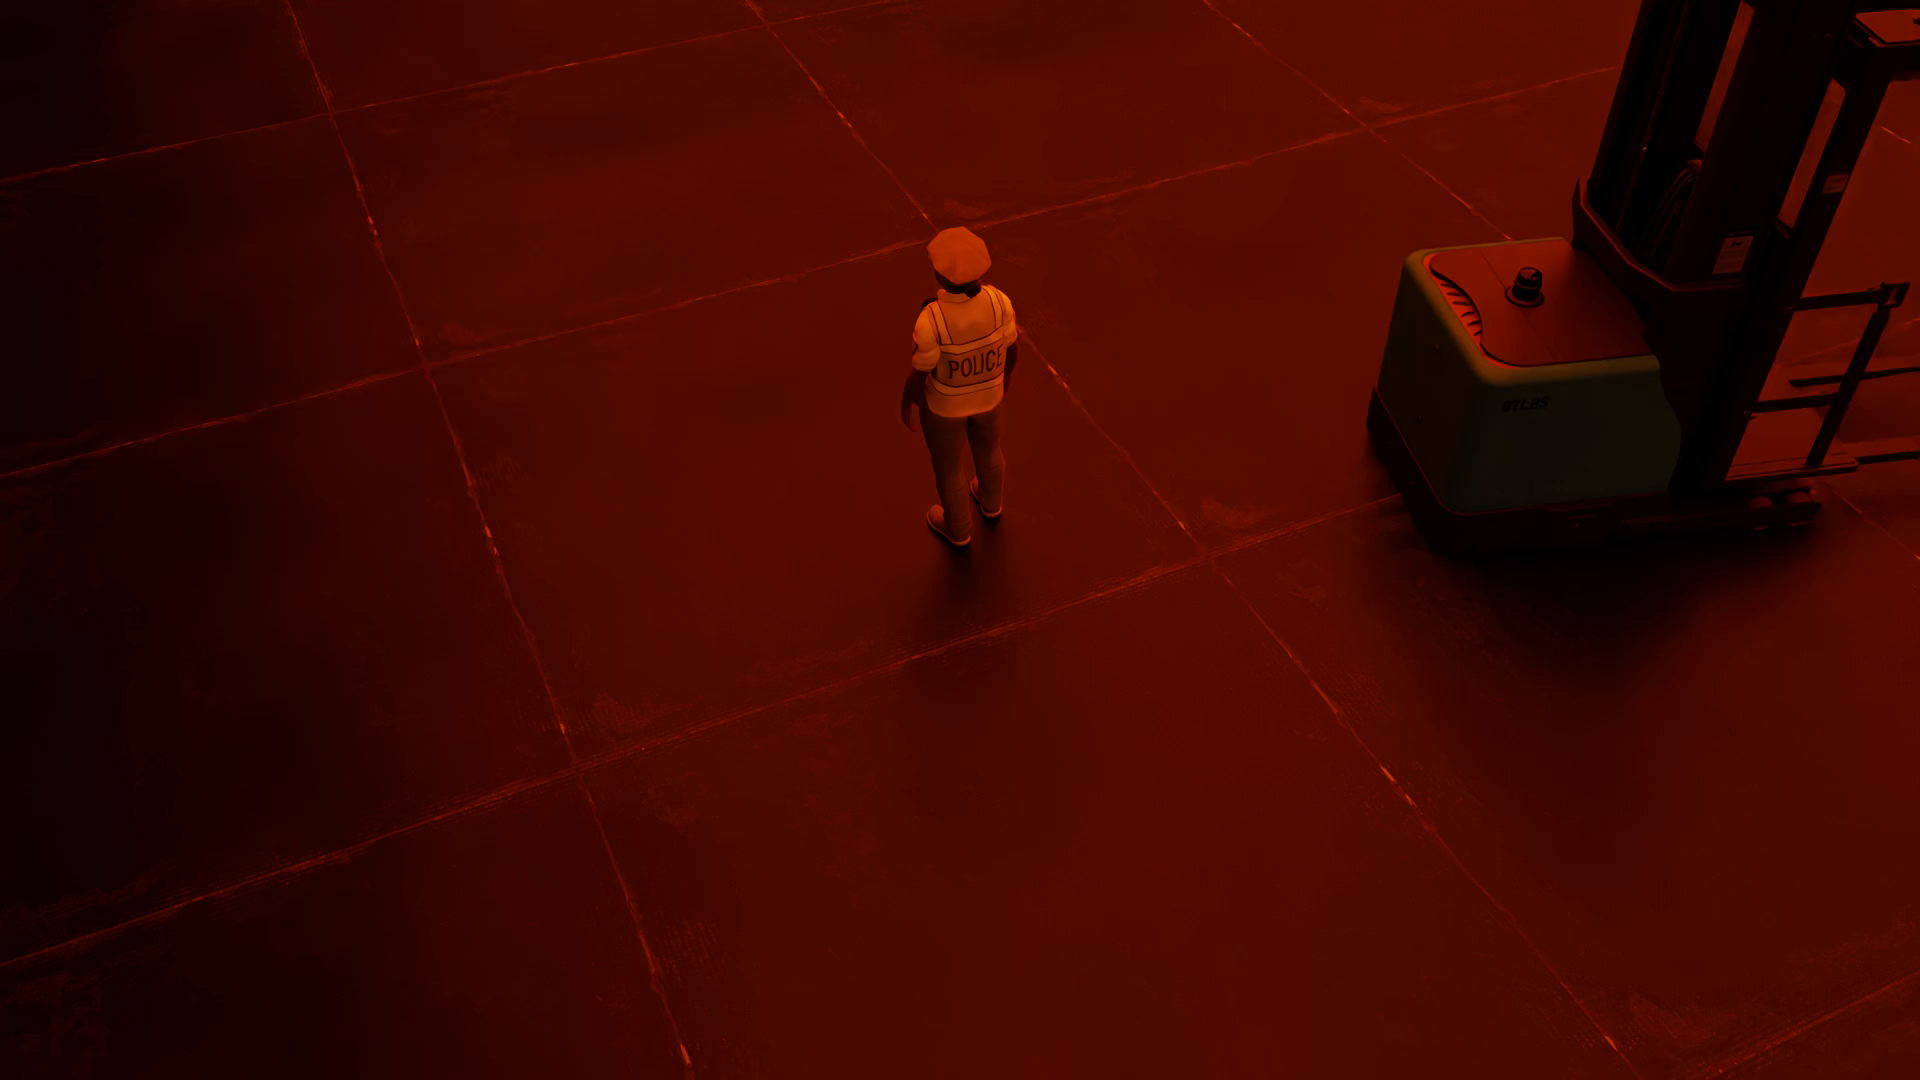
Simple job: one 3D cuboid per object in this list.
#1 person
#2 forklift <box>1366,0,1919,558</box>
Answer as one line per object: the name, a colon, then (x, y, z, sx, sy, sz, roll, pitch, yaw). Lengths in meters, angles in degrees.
person: (-0.013, -0.677, 7.301, 0.569, 1.695, 0.528, -18, 46, -18)
forklift: (3.601, -1.466, 7.251, 3.031, 2.935, 1.130, -6, 43, -7)
